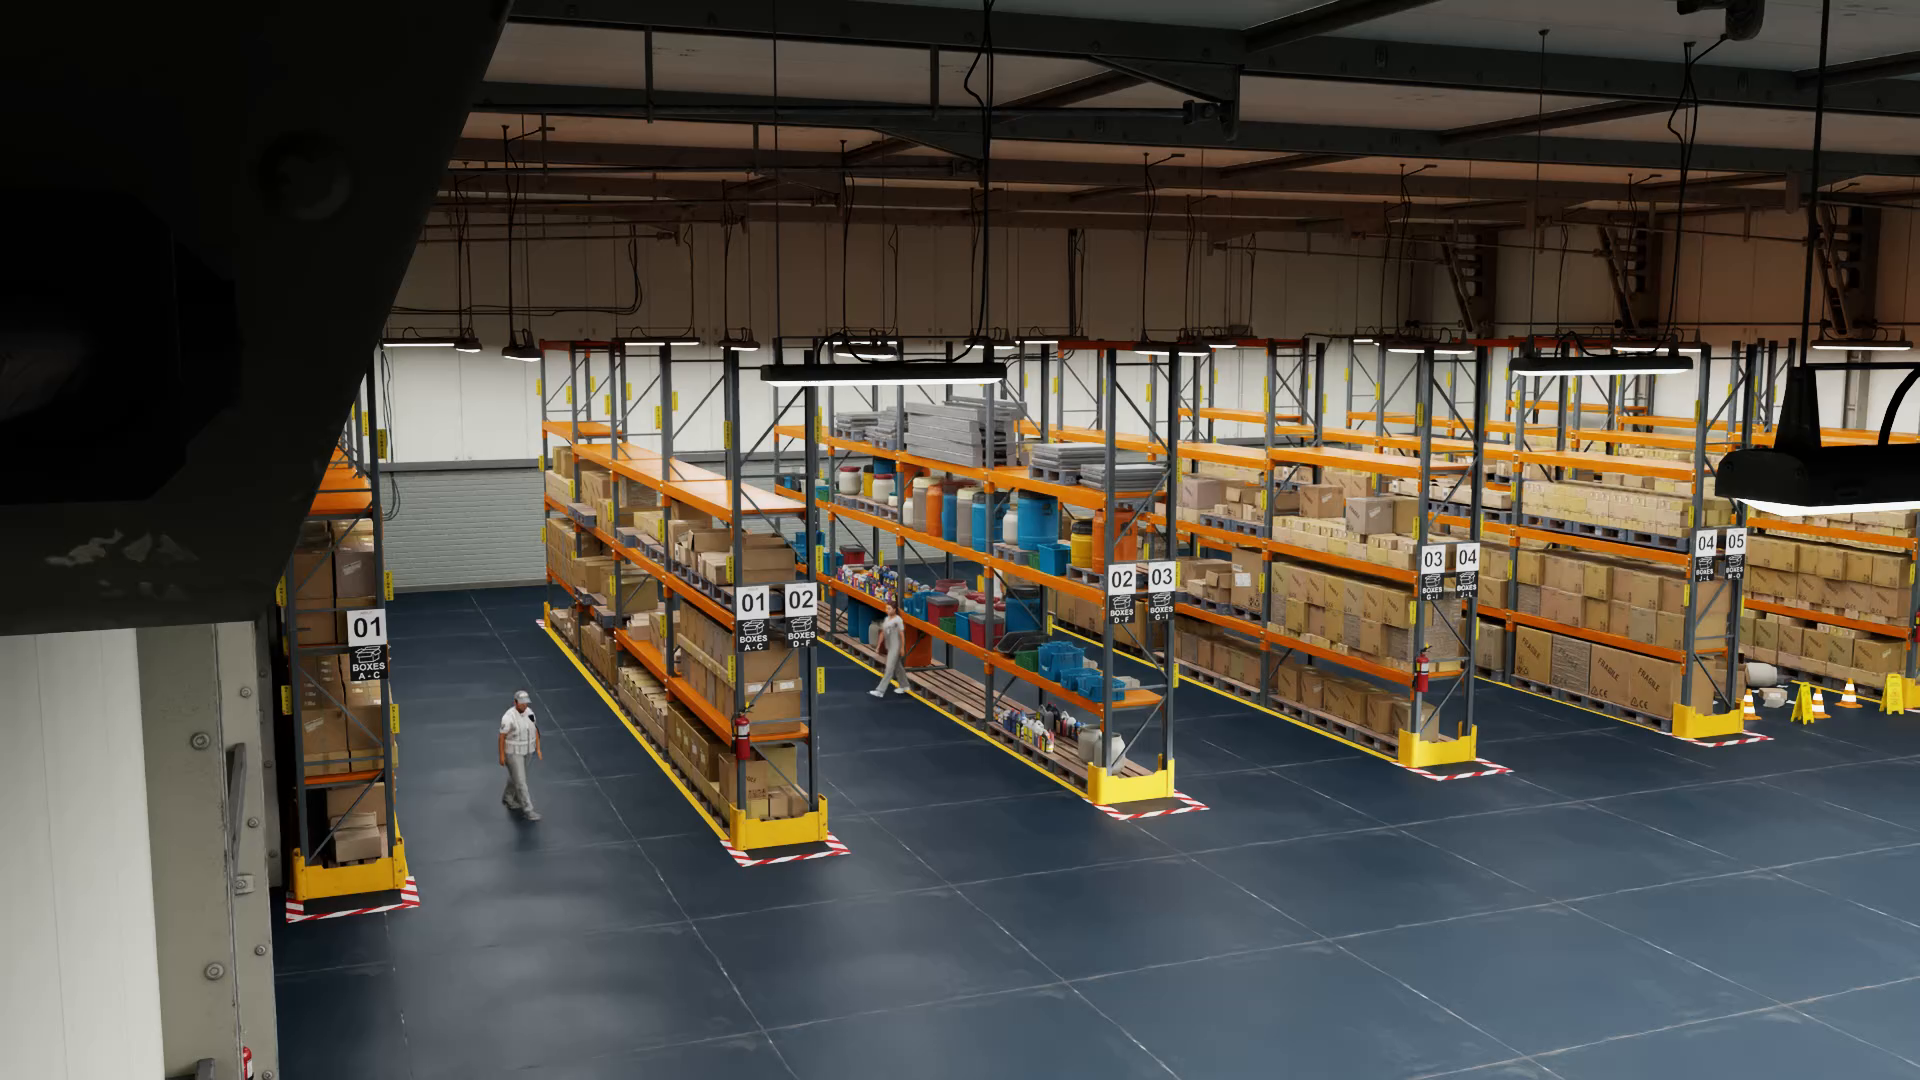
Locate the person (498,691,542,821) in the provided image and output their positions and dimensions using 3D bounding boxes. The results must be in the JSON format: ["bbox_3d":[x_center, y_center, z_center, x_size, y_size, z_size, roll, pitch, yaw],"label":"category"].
[{"bbox_3d":[-5.642,2.734,21.414,0.991,1.607,0.525,5,9,31],"label":"person"}]

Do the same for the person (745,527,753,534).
[{"bbox_3d":[-4.943,0.500,38.539,0.682,1.625,0.481,2,8,16],"label":"person"}]

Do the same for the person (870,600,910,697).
[{"bbox_3d":[-1.209,1.835,28.257,0.908,1.637,0.472,-5,9,-35],"label":"person"}]

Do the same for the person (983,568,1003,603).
[{"bbox_3d":[0.653,1.175,32.858,0.467,1.791,0.602,6,9,37],"label":"person"}]
